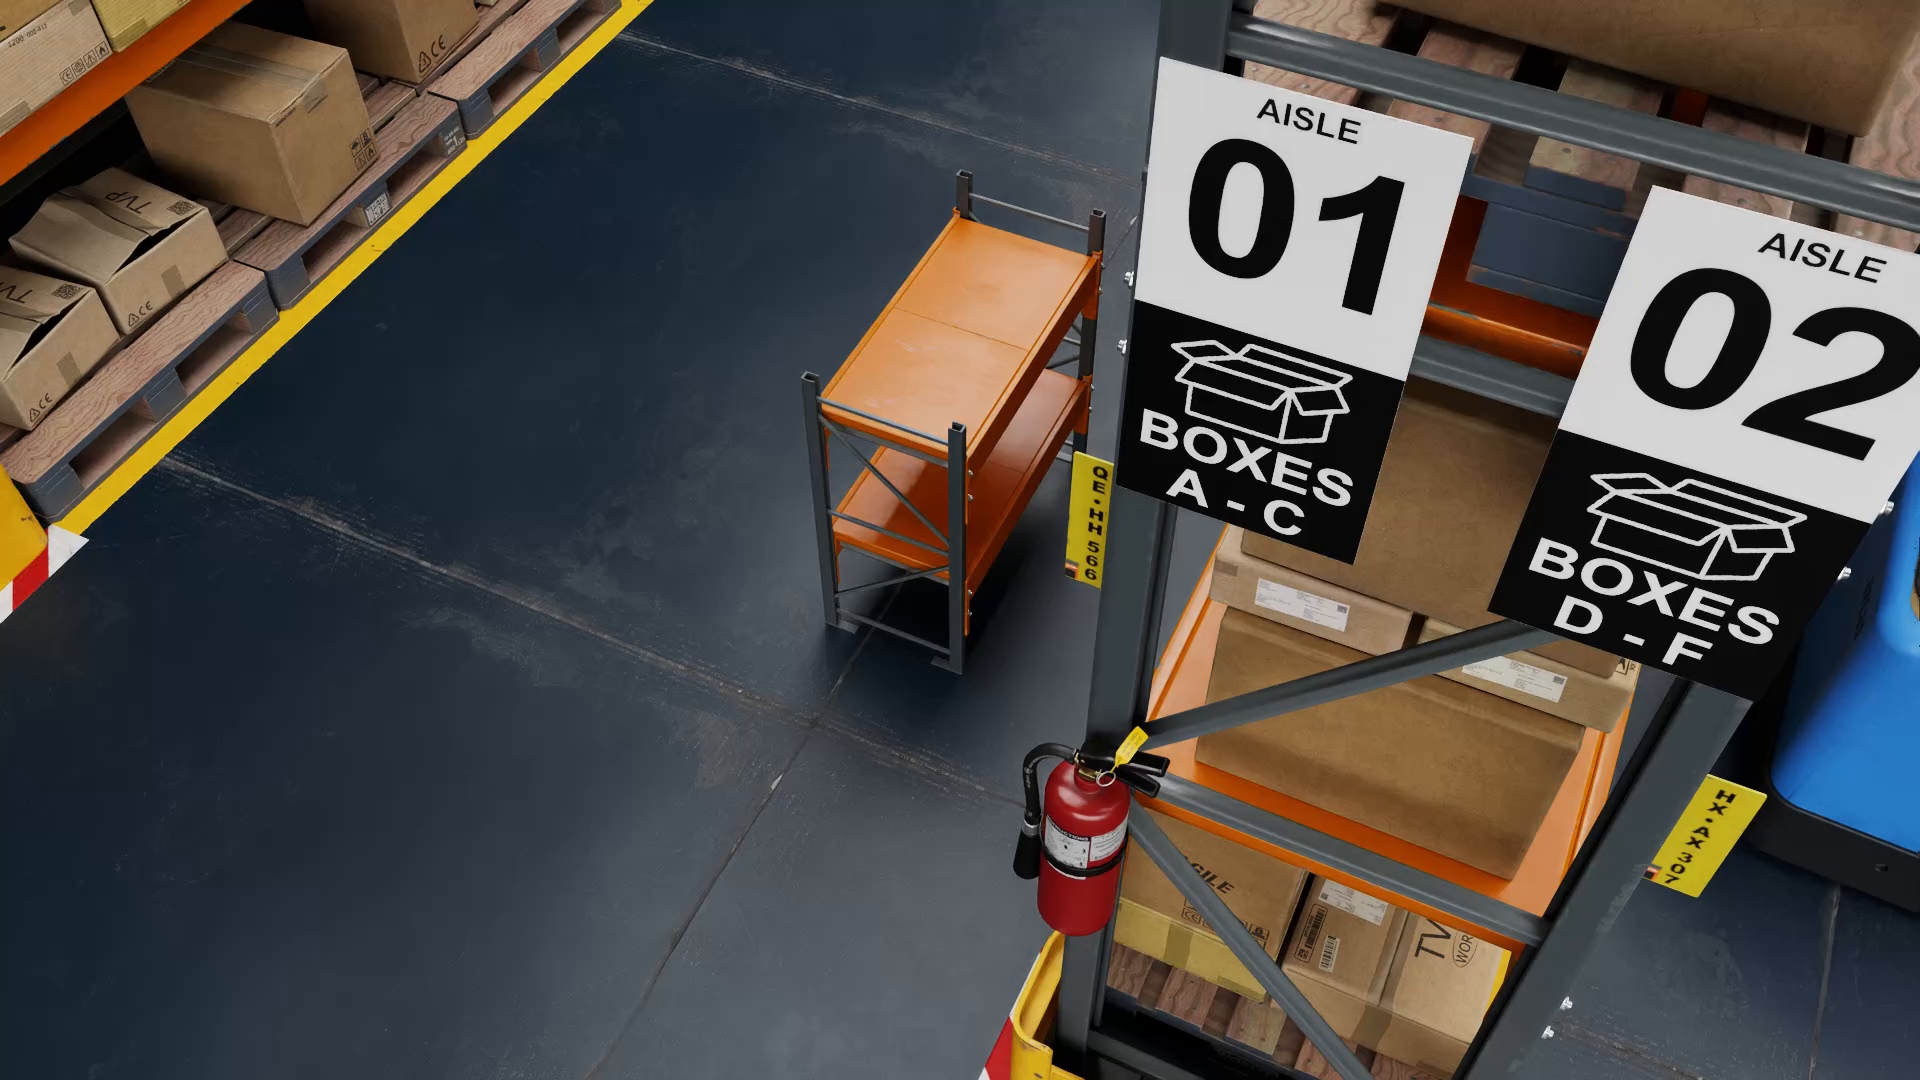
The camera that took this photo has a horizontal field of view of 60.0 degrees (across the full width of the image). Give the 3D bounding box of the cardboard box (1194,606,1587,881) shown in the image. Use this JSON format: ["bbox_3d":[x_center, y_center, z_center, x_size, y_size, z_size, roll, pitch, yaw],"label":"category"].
[{"bbox_3d":[0.932,0.262,3.492,0.700,0.500,0.500,20,52,16],"label":"cardboard box"}]

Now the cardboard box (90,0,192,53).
[{"bbox_3d":[-2.832,-1.899,5.482,0.500,0.250,0.500,19,52,16],"label":"cardboard box"}]

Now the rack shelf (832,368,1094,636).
[{"bbox_3d":[0.003,-0.211,5.512,0.538,0.278,1.000,20,52,16],"label":"rack shelf"}]

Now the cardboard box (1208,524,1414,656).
[{"bbox_3d":[0.712,0.044,3.251,0.380,0.149,0.250,19,52,15],"label":"cardboard box"}]

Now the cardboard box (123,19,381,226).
[{"bbox_3d":[-2.780,-1.658,6.544,0.700,0.500,0.500,17,52,14],"label":"cardboard box"}]

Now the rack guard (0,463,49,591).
[{"bbox_3d":[-3.727,-0.239,5.626,1.175,0.500,0.348,20,52,16],"label":"rack guard"}]

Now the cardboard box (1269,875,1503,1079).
[{"bbox_3d":[1.151,1.070,4.400,0.500,0.250,0.500,20,52,16],"label":"cardboard box"}]

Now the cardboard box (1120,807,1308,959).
[{"bbox_3d":[0.681,0.658,4.258,0.500,0.500,0.500,20,52,16],"label":"cardboard box"}]

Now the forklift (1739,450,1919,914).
[{"bbox_3d":[3.434,-0.860,4.557,1.130,2.935,3.031,22,53,17],"label":"forklift"}]

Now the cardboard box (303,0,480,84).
[{"bbox_3d":[-2.458,-2.356,7.138,0.500,0.500,0.500,16,52,13],"label":"cardboard box"}]

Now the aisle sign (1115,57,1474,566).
[{"bbox_3d":[0.427,-0.281,2.312,0.394,0.787,0.004,20,52,16],"label":"aisle sign"}]

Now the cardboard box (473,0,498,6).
[{"bbox_3d":[-2.252,-2.598,7.562,0.380,0.166,0.250,14,51,11],"label":"cardboard box"}]

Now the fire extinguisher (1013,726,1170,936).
[{"bbox_3d":[0.250,0.567,3.349,0.296,0.674,0.183,20,52,16],"label":"fire extinguisher"}]

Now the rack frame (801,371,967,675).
[{"bbox_3d":[-0.214,-0.019,5.028,0.500,1.125,0.032,20,52,16],"label":"rack frame"}]

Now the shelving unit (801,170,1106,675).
[{"bbox_3d":[0.003,-0.369,5.326,0.538,1.125,1.048,20,52,16],"label":"shelving unit"}]

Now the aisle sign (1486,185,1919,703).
[{"bbox_3d":[0.970,-0.086,2.146,0.394,0.787,0.004,20,52,16],"label":"aisle sign"}]

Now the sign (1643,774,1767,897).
[{"bbox_3d":[1.220,0.490,2.743,0.100,0.325,0.005,20,52,16],"label":"sign"}]

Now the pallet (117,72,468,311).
[{"bbox_3d":[-2.826,-1.531,6.914,1.003,0.211,1.213,20,52,16],"label":"pallet"}]

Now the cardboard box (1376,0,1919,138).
[{"bbox_3d":[0.970,-0.969,2.200,0.797,0.503,0.637,23,53,18],"label":"cardboard box"}]

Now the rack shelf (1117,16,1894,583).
[{"bbox_3d":[1.575,-1.504,3.563,1.077,0.370,4.000,20,52,16],"label":"rack shelf"}]

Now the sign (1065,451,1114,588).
[{"bbox_3d":[0.236,-0.026,2.887,0.100,0.325,0.005,20,52,16],"label":"sign"}]

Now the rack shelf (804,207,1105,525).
[{"bbox_3d":[0.003,-0.559,5.103,0.538,0.278,1.000,20,52,16],"label":"rack shelf"}]

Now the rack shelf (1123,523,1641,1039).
[{"bbox_3d":[1.575,-0.532,4.706,1.077,0.370,4.000,20,52,16],"label":"rack shelf"}]

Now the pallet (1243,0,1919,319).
[{"bbox_3d":[1.046,-0.810,2.558,1.003,0.211,1.213,20,52,16],"label":"pallet"}]

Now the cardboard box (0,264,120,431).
[{"bbox_3d":[-3.383,-0.716,5.866,0.500,0.311,0.500,14,51,12],"label":"cardboard box"}]

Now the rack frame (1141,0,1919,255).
[{"bbox_3d":[0.721,-1.332,0.975,1.000,3.000,0.127,20,52,16],"label":"rack frame"}]

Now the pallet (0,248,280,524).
[{"bbox_3d":[-3.348,-0.694,6.202,1.003,0.211,1.213,20,52,16],"label":"pallet"}]

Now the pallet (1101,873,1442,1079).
[{"bbox_3d":[1.010,0.975,4.781,1.003,0.211,1.213,20,52,16],"label":"pallet"}]

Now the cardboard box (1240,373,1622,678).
[{"bbox_3d":[0.955,-0.195,3.029,0.700,0.500,0.500,20,52,16],"label":"cardboard box"}]

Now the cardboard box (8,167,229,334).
[{"bbox_3d":[-3.139,-1.108,6.200,0.500,0.311,0.500,24,54,19],"label":"cardboard box"}]

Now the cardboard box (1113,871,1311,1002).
[{"bbox_3d":[0.683,0.902,4.543,0.500,0.250,0.500,20,52,16],"label":"cardboard box"}]

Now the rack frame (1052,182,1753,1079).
[{"bbox_3d":[0.721,0.612,3.260,1.000,3.000,0.127,20,52,16],"label":"rack frame"}]

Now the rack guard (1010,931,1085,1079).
[{"bbox_3d":[0.711,1.439,4.198,1.175,0.500,0.348,20,52,16],"label":"rack guard"}]

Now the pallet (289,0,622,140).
[{"bbox_3d":[-2.306,-2.374,7.631,1.003,0.211,1.213,20,52,16],"label":"pallet"}]

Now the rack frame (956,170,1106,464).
[{"bbox_3d":[0.220,-0.719,5.623,0.500,1.125,0.032,20,52,16],"label":"rack frame"}]

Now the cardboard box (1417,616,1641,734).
[{"bbox_3d":[1.083,0.169,3.145,0.380,0.149,0.250,19,52,16],"label":"cardboard box"}]

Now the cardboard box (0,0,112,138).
[{"bbox_3d":[-3.055,-1.550,5.185,0.500,0.250,0.500,18,52,15],"label":"cardboard box"}]
